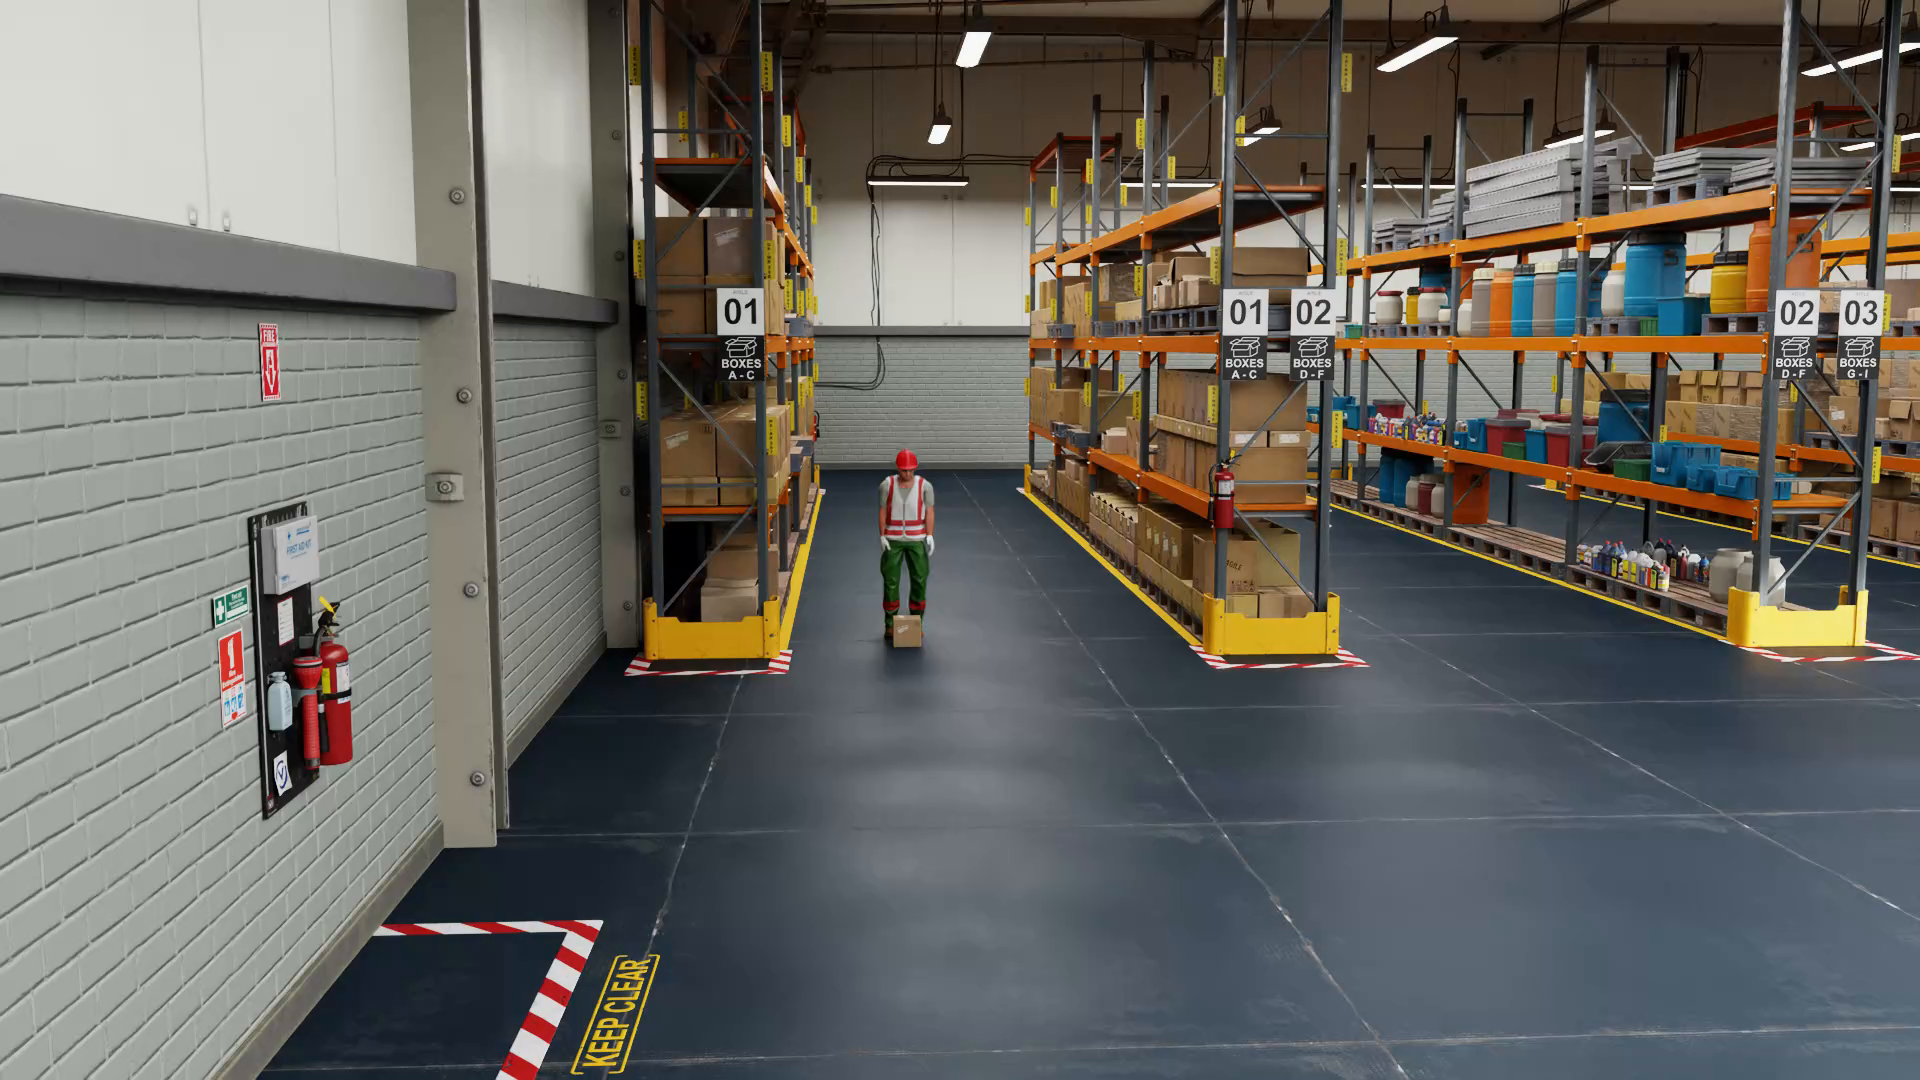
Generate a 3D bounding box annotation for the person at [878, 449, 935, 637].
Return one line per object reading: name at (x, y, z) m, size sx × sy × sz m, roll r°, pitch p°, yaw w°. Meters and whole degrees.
person at (-0.499, 0.027, 15.526) m, size 0.534 × 1.764 × 0.400 m, roll 0°, pitch 7°, yaw -2°
